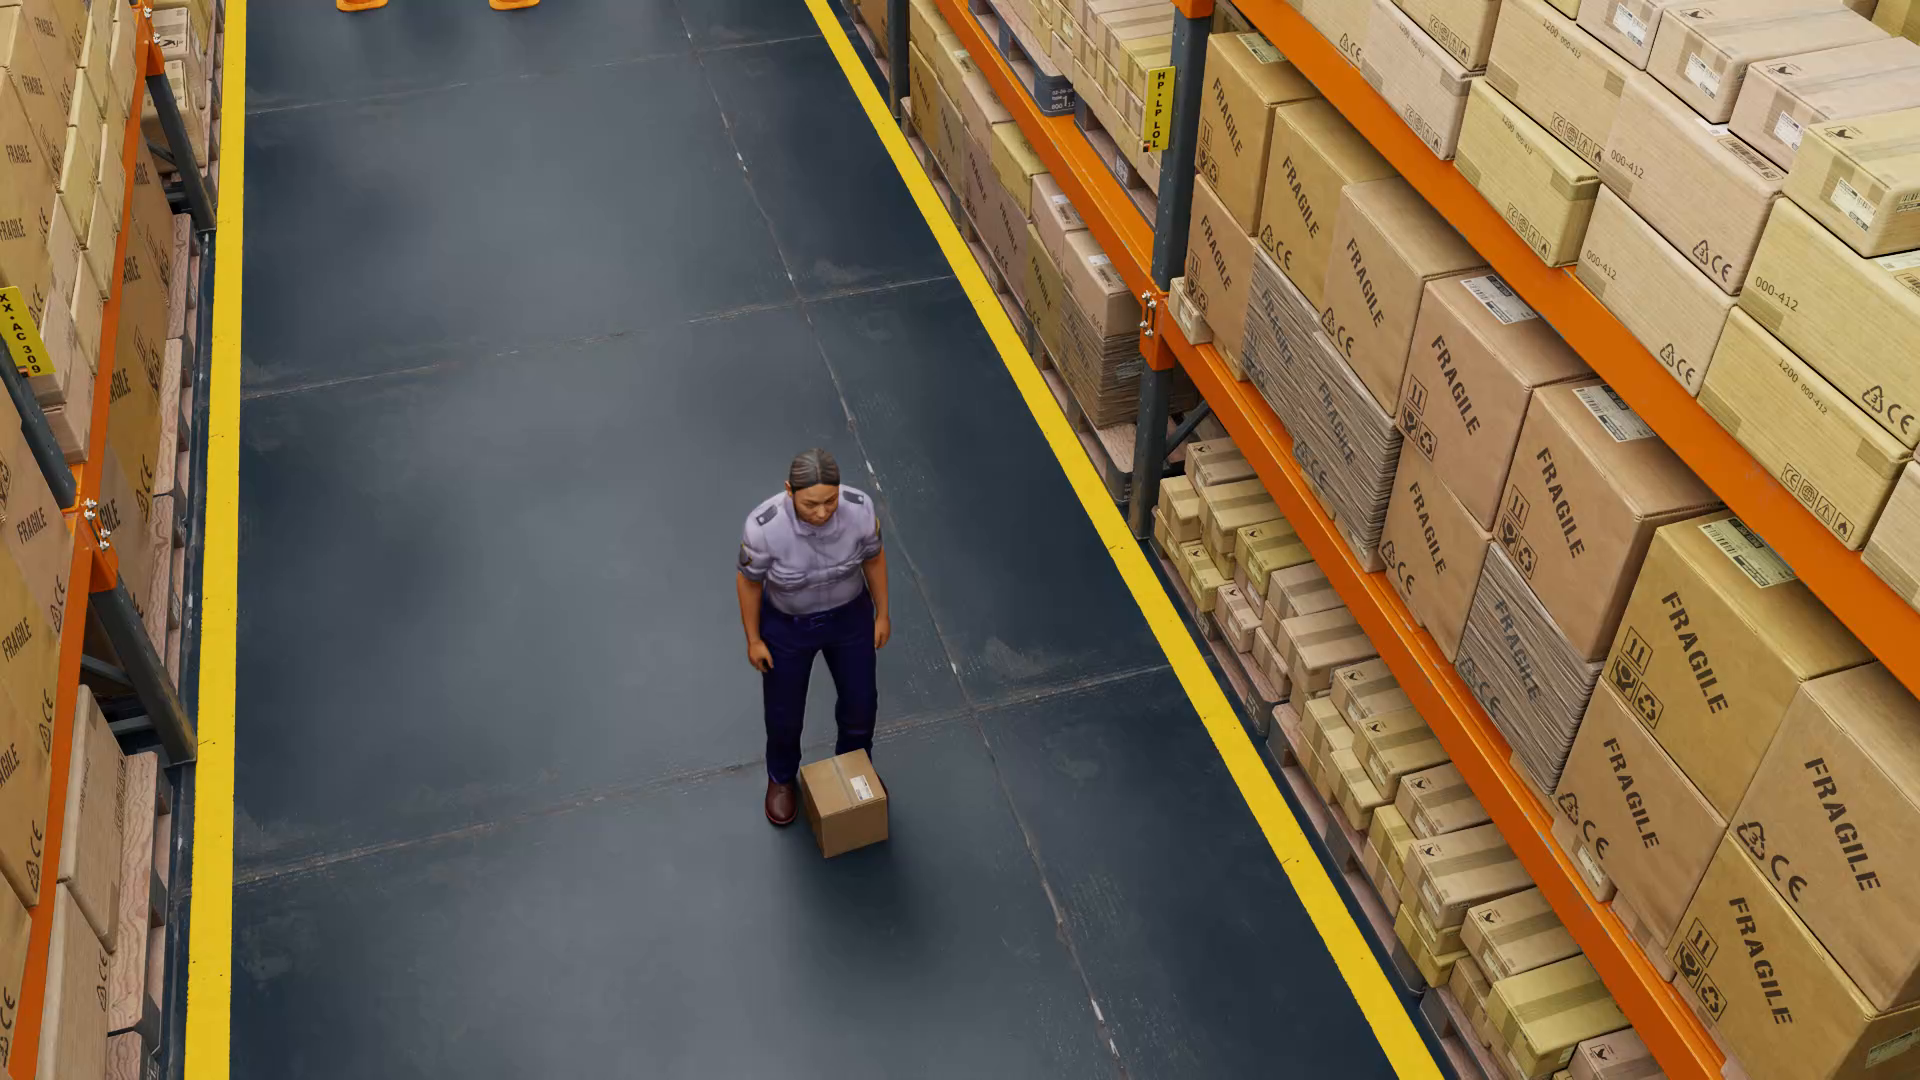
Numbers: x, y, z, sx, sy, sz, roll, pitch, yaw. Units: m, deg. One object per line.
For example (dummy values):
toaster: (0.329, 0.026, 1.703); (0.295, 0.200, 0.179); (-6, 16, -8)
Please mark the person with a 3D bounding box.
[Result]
person: (-0.499, 0.318, 5.819); (0.538, 1.652, 0.414); (-12, 44, -12)
